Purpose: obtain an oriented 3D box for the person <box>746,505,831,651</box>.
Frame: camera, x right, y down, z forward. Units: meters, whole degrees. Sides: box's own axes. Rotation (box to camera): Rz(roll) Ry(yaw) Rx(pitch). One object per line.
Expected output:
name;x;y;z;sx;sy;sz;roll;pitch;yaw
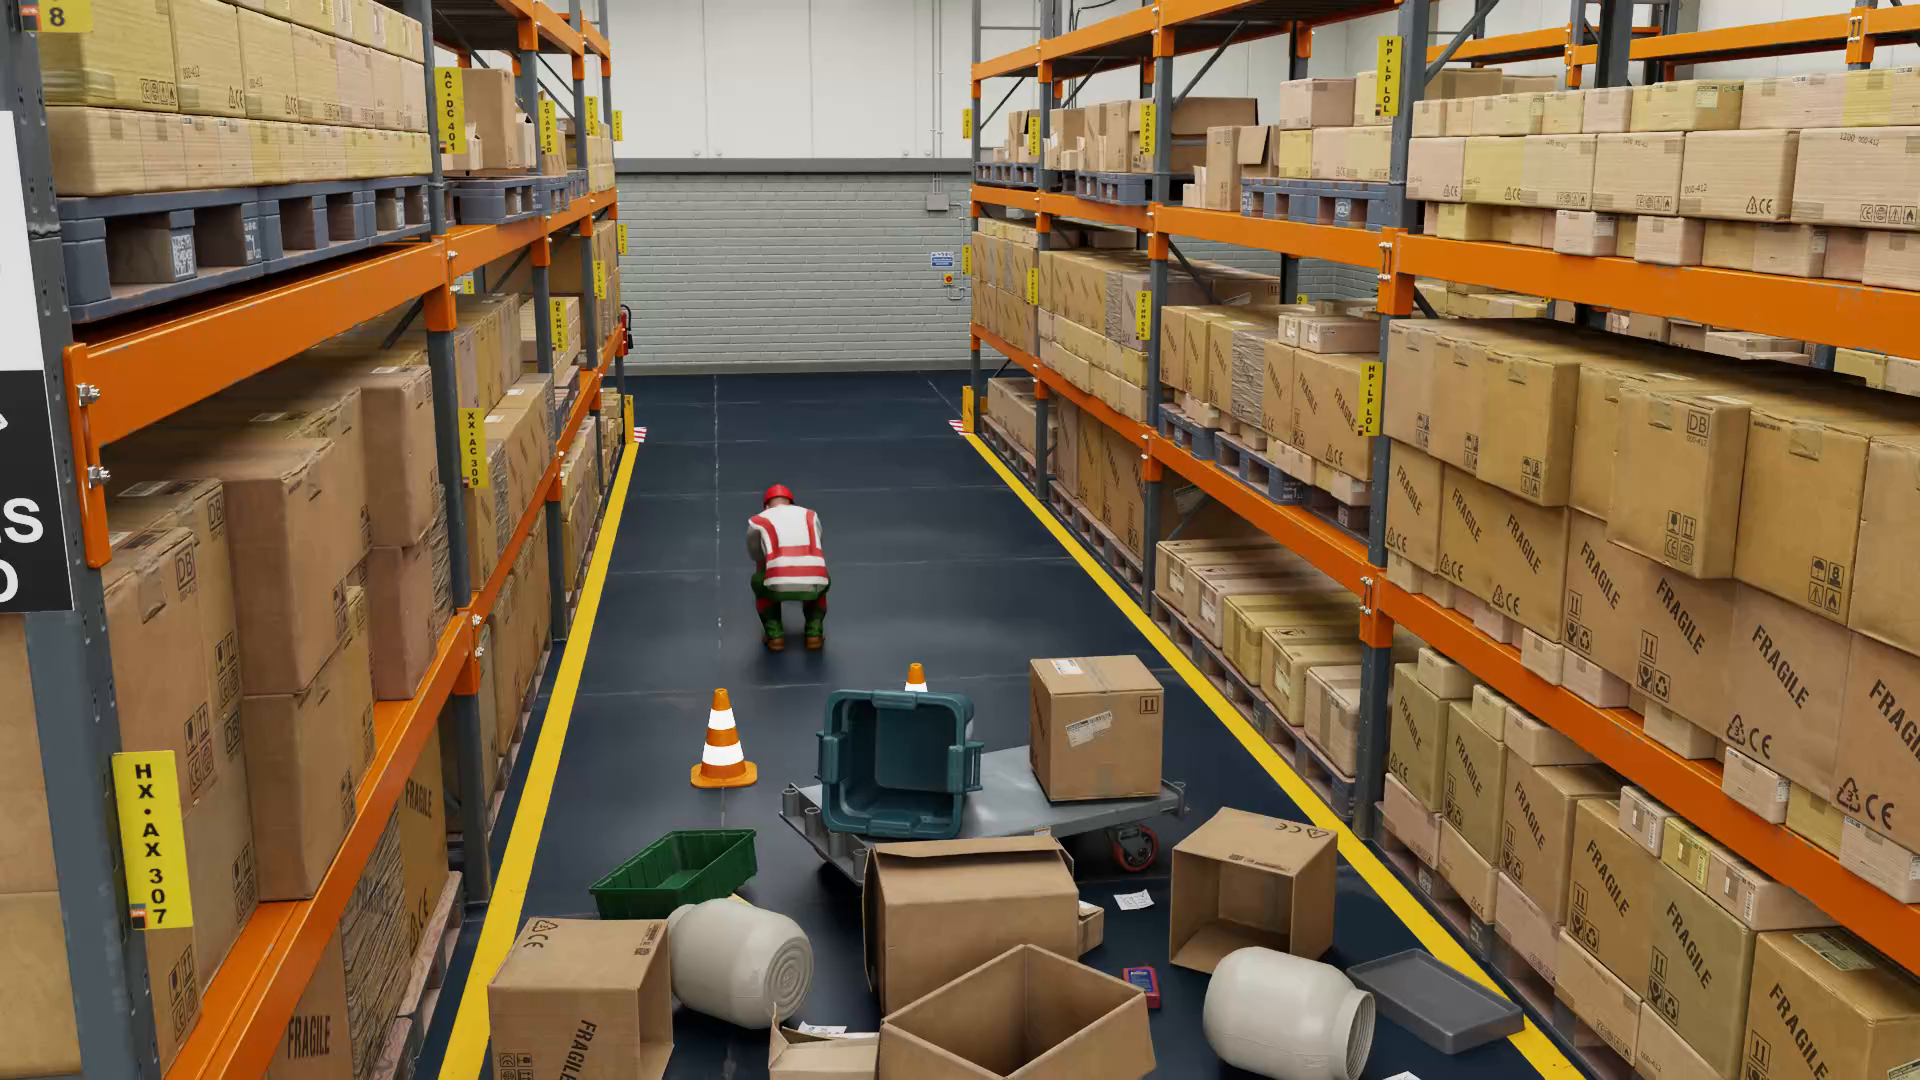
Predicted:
person;-1.126;0.225;10.963;0.543;0.894;0.903;-2;13;-10
